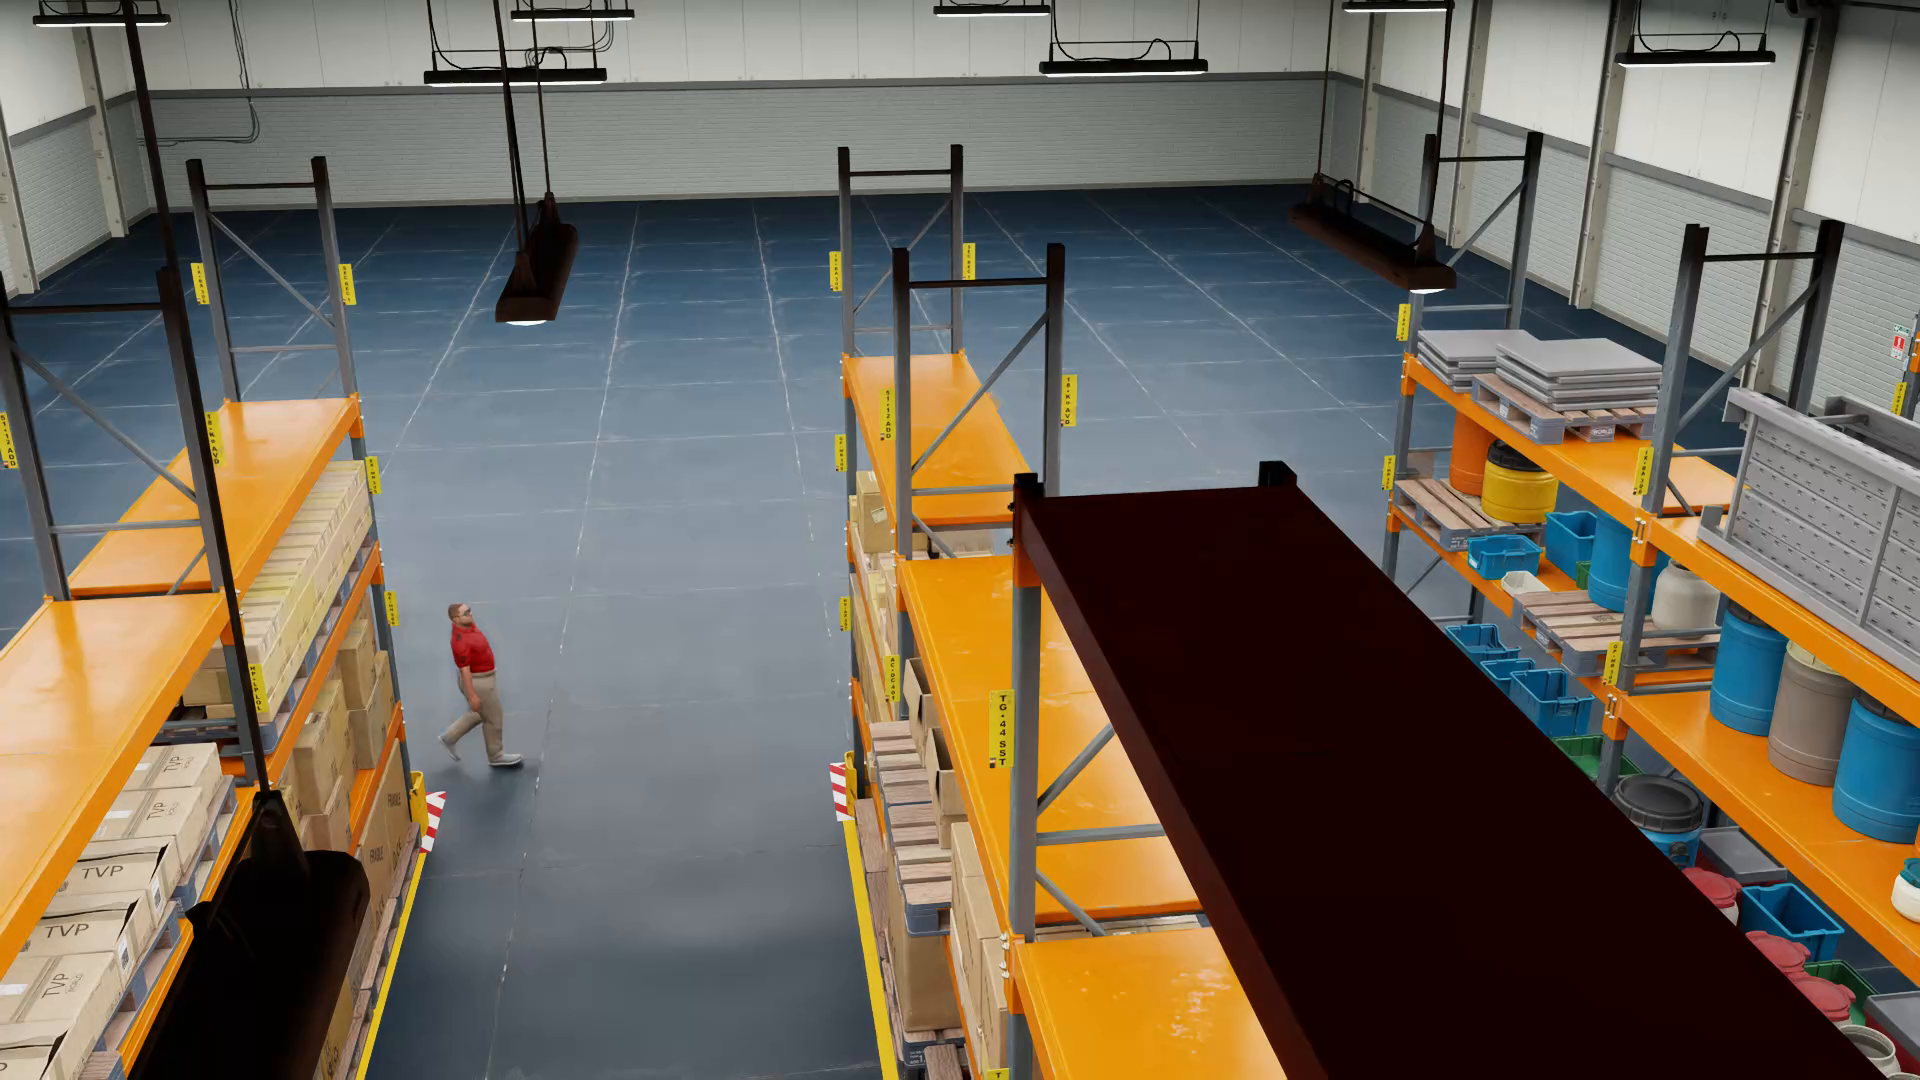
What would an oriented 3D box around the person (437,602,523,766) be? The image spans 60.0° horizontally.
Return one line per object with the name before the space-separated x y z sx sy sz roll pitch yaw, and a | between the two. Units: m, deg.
person | -4.654 1.369 15.851 0.711 1.699 0.529 -13 25 -31
